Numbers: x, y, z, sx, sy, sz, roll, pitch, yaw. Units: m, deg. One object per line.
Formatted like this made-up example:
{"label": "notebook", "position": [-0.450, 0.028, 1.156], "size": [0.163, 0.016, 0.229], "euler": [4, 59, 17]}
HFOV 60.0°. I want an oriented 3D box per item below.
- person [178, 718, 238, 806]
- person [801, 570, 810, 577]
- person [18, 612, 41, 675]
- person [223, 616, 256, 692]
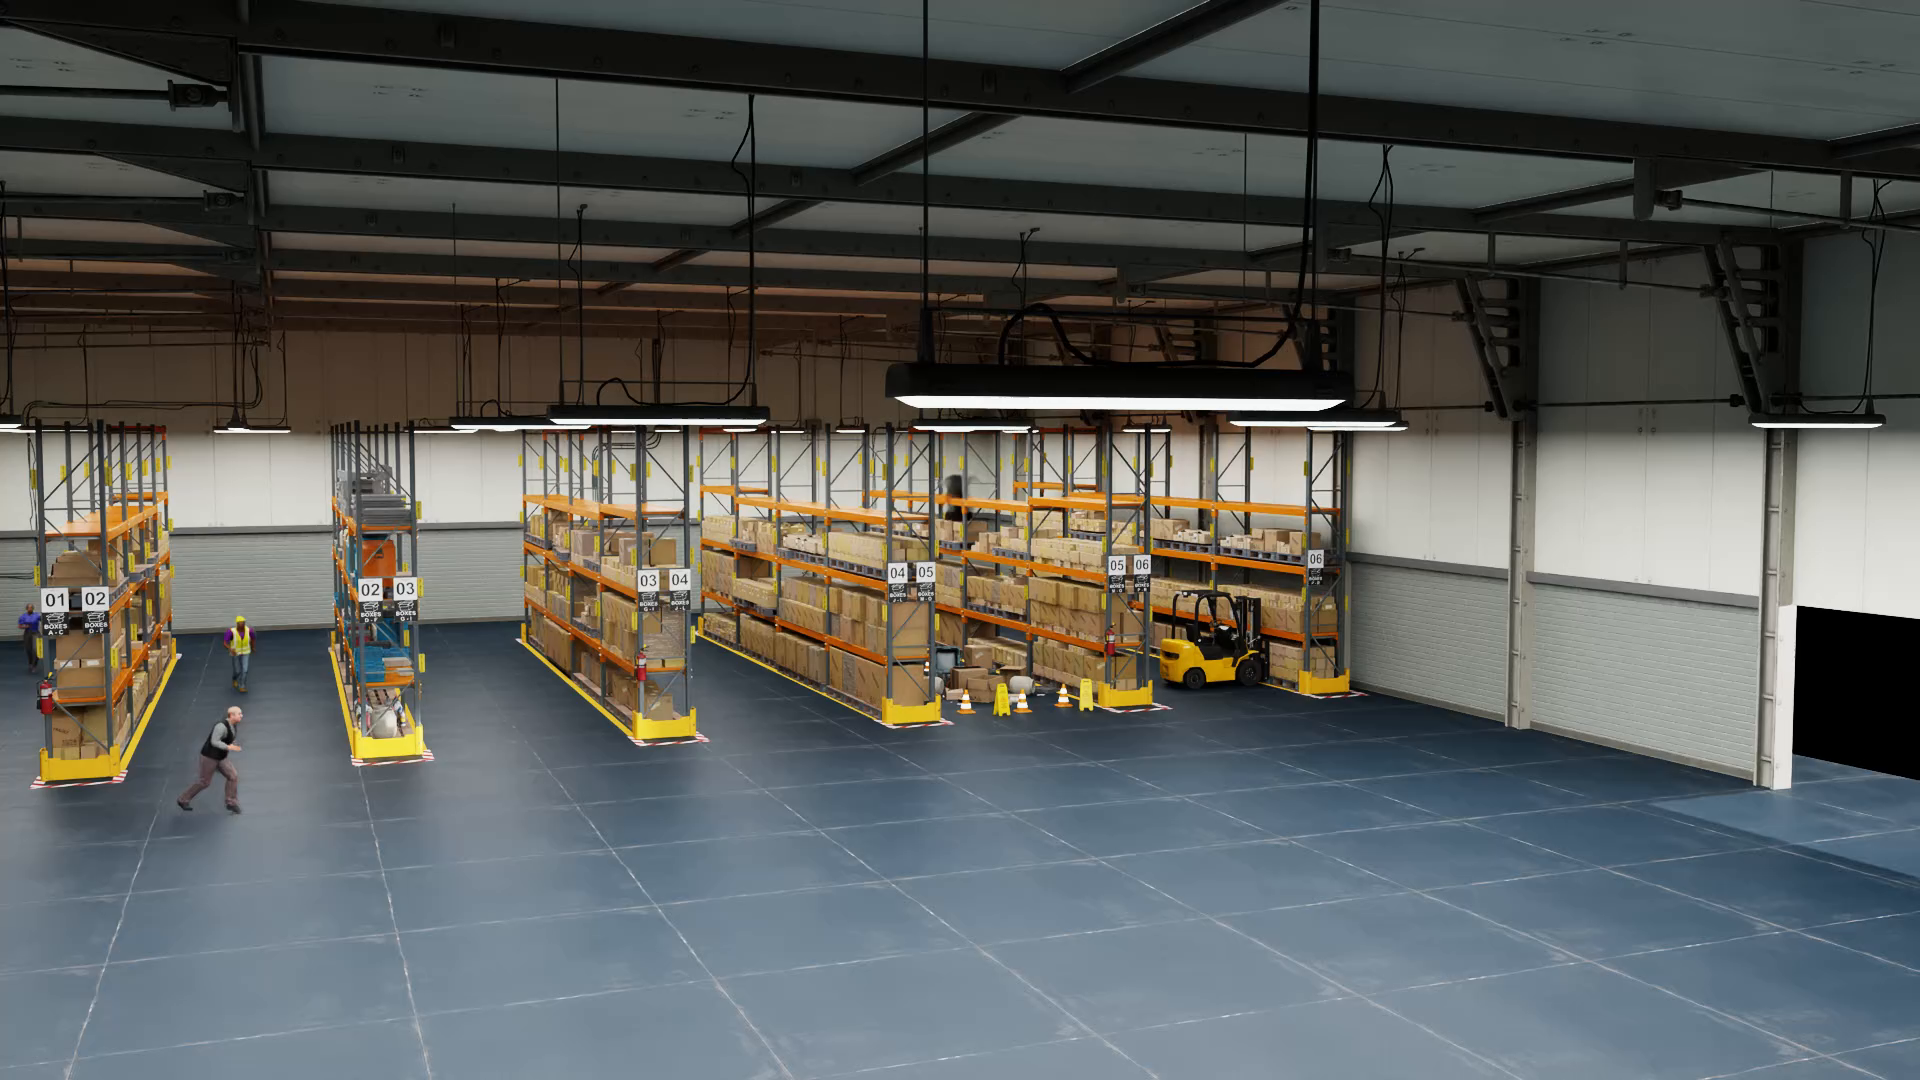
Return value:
{"label": "person", "position": [-11.387, 3.354, 25.153], "size": [0.862, 1.367, 0.701], "euler": [0, 4, -7]}
{"label": "person", "position": [-4.588, 1.711, 51.750], "size": [0.916, 1.649, 0.595], "euler": [-2, 4, -26]}
{"label": "person", "position": [-22.510, 2.471, 40.298], "size": [0.494, 1.504, 0.831], "euler": [-1, 4, -22]}
{"label": "person", "position": [-16.182, 2.549, 37.329], "size": [0.700, 1.711, 0.688], "euler": [-3, 4, -36]}
